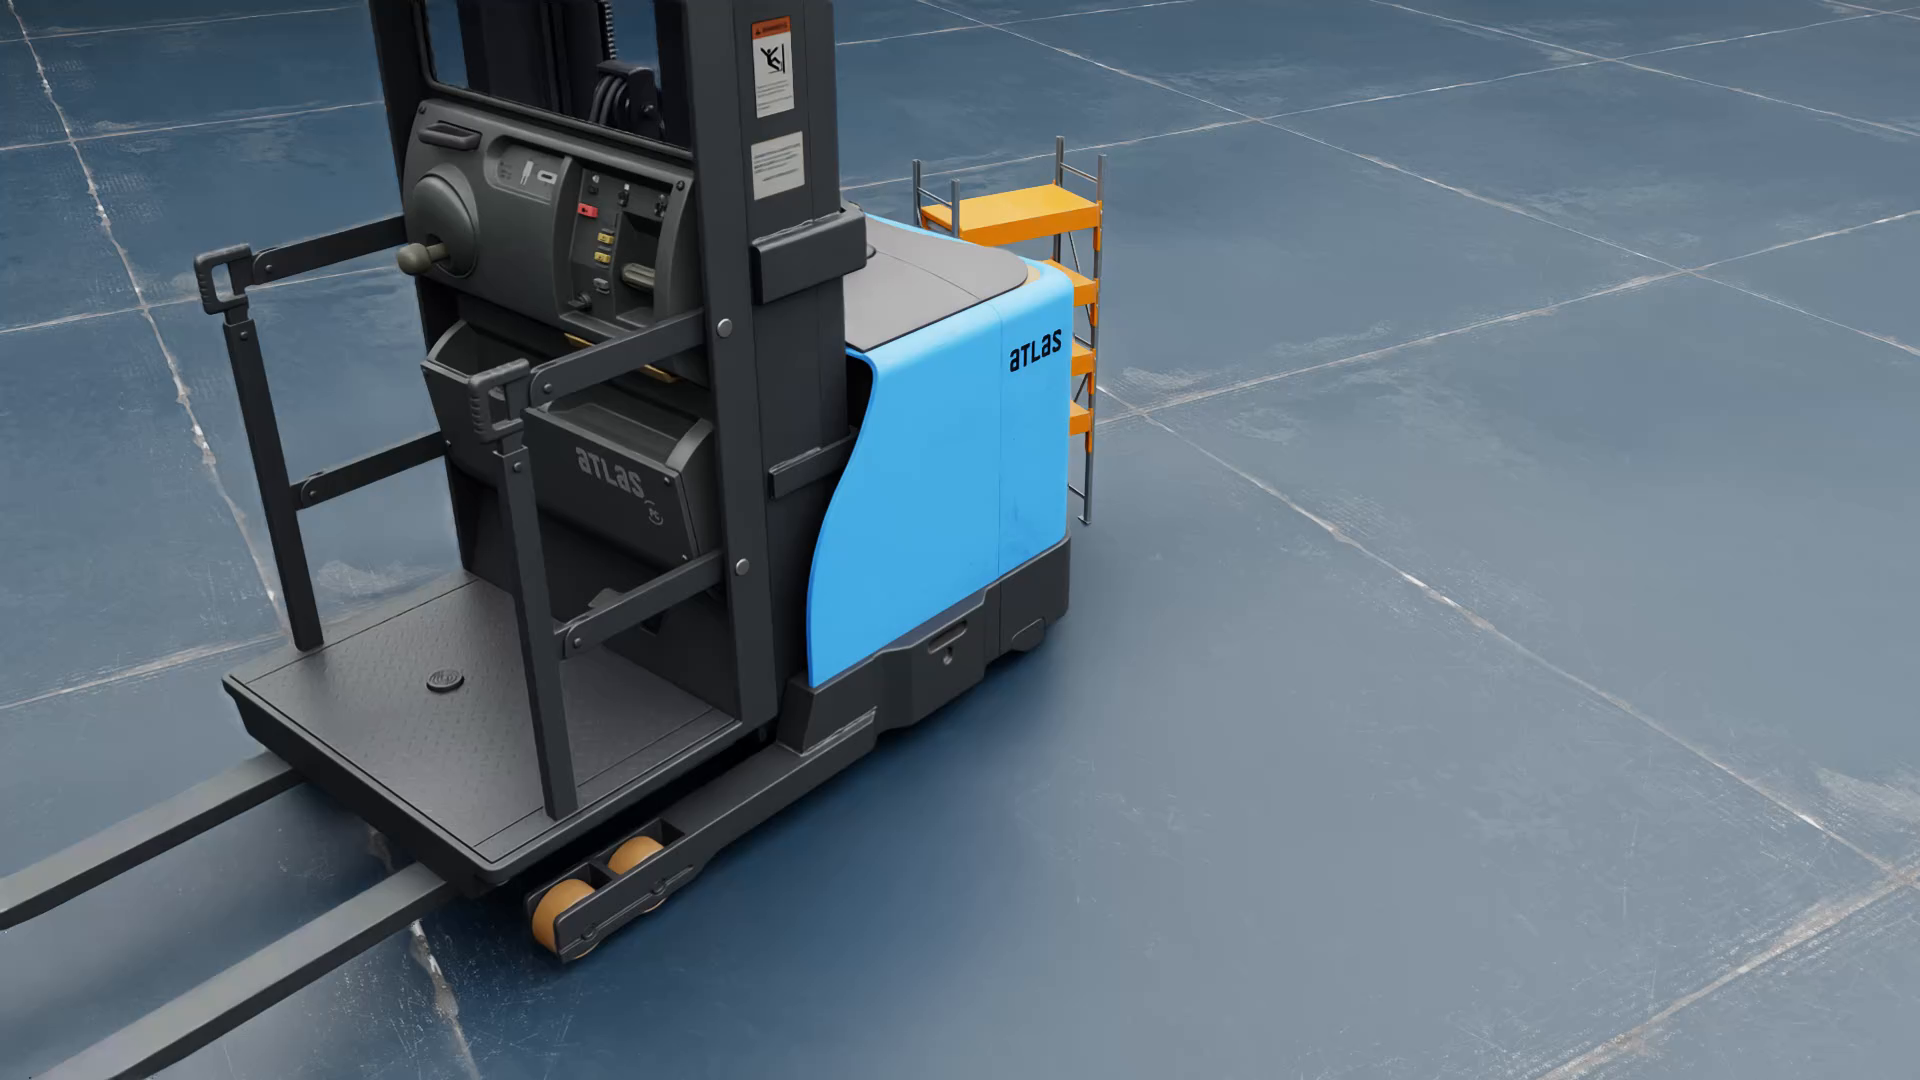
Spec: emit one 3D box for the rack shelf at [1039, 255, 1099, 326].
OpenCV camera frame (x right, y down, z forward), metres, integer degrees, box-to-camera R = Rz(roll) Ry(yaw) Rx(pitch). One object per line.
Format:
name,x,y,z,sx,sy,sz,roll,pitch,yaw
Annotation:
rack shelf,0.143,-0.703,4.958,0.480,0.148,0.258,-16,33,-26

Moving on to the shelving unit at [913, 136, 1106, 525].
shelving unit,0.143,-0.566,5.034,0.503,1.200,0.258,-16,33,-26

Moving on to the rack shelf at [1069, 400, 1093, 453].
rack shelf,0.143,-0.333,5.162,0.480,0.148,0.258,-16,33,-26

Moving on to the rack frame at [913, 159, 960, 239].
rack frame,-0.068,-0.506,4.925,0.015,1.200,0.240,-16,33,-26

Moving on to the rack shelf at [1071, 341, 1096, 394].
rack shelf,0.143,-0.507,5.066,0.480,0.148,0.258,-16,33,-26

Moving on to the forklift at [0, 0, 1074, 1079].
forklift,-1.032,-0.652,3.399,1.130,2.935,3.031,23,36,35

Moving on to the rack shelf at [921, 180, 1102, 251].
rack shelf,0.143,-0.910,4.844,0.480,0.148,0.258,-16,33,-26

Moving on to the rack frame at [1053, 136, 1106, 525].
rack frame,0.353,-0.626,5.142,0.015,1.200,0.240,-16,33,-26
